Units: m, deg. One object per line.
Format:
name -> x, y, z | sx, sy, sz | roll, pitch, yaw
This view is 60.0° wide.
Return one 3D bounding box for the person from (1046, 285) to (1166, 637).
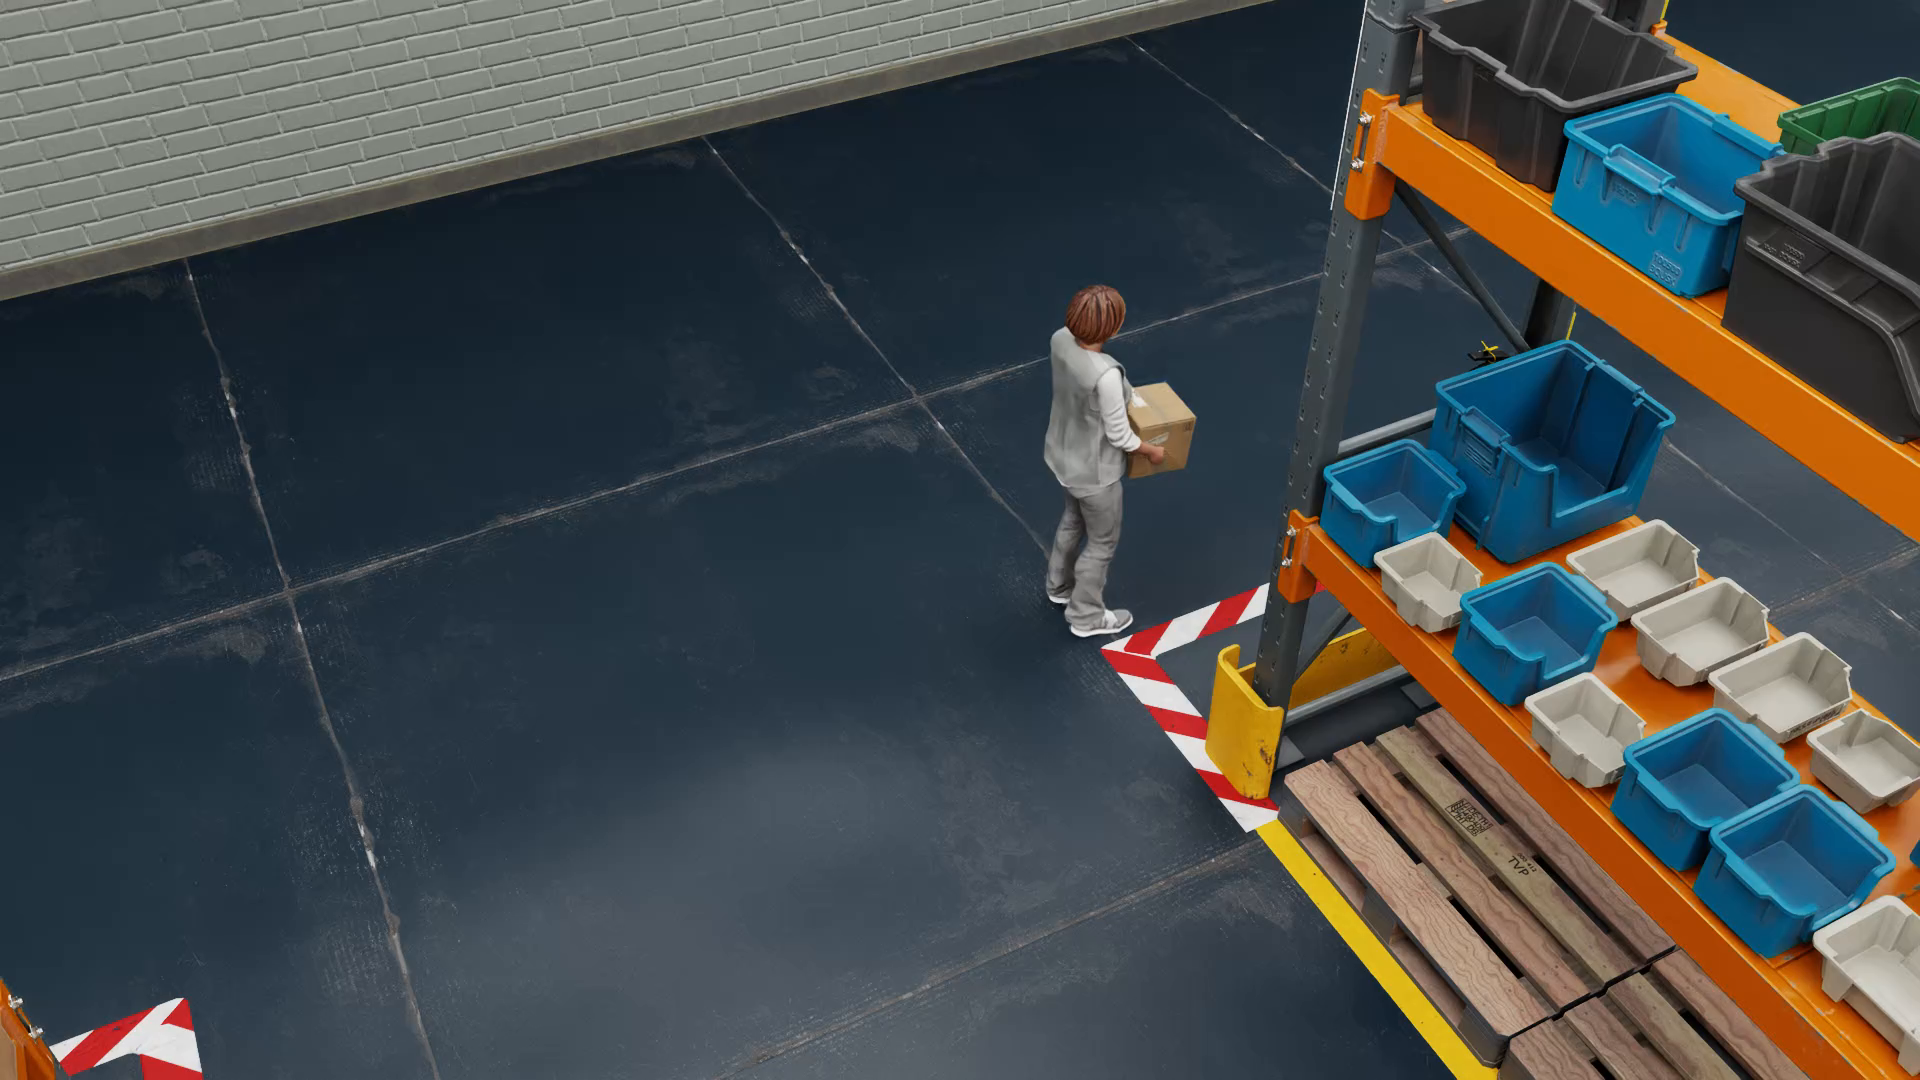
person -> 0.574, -0.324, 6.522 | 0.423, 1.603, 0.414 | -16, 44, -18
